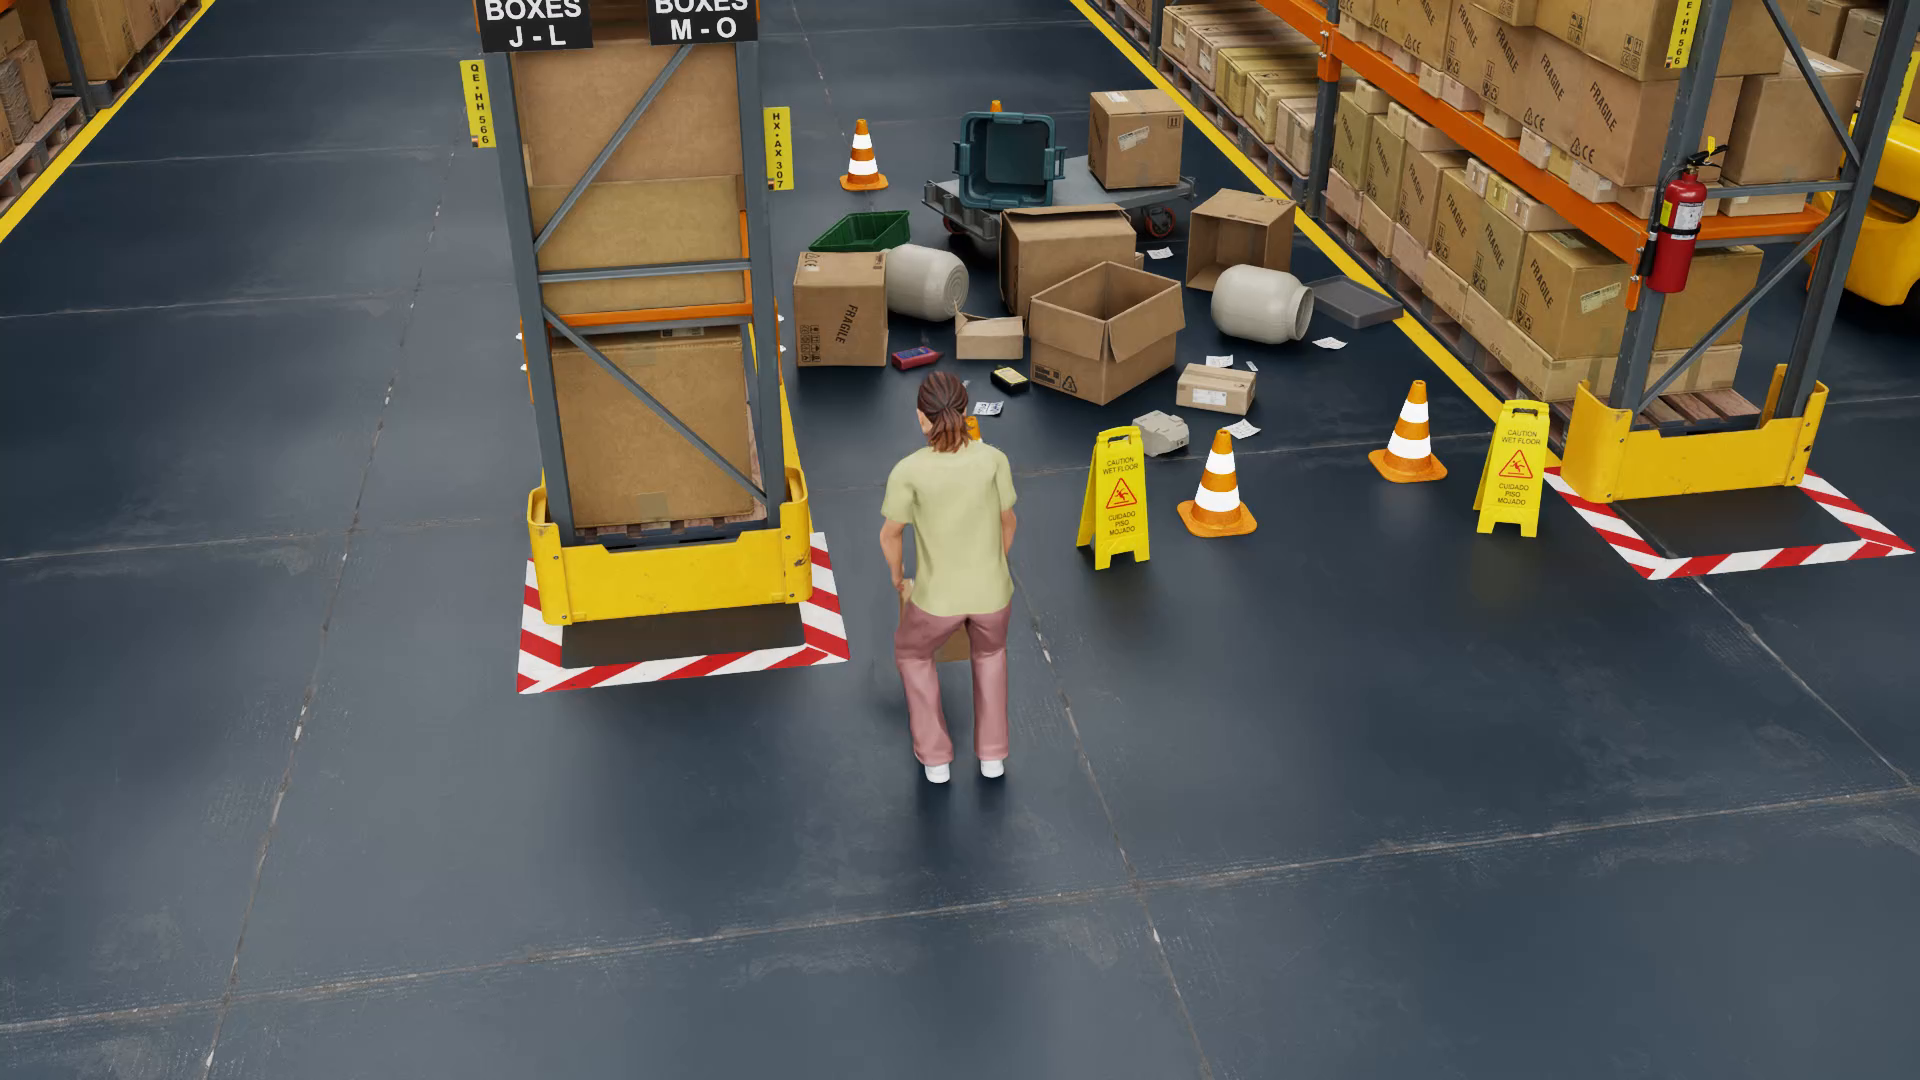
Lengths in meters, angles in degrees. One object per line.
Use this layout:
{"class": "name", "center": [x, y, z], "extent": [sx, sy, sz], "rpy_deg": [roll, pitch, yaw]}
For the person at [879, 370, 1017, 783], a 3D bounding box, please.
{"class": "person", "center": [-0.040, 0.162, 5.990], "extent": [0.490, 1.554, 0.489], "rpy_deg": [-5, 31, -8]}
